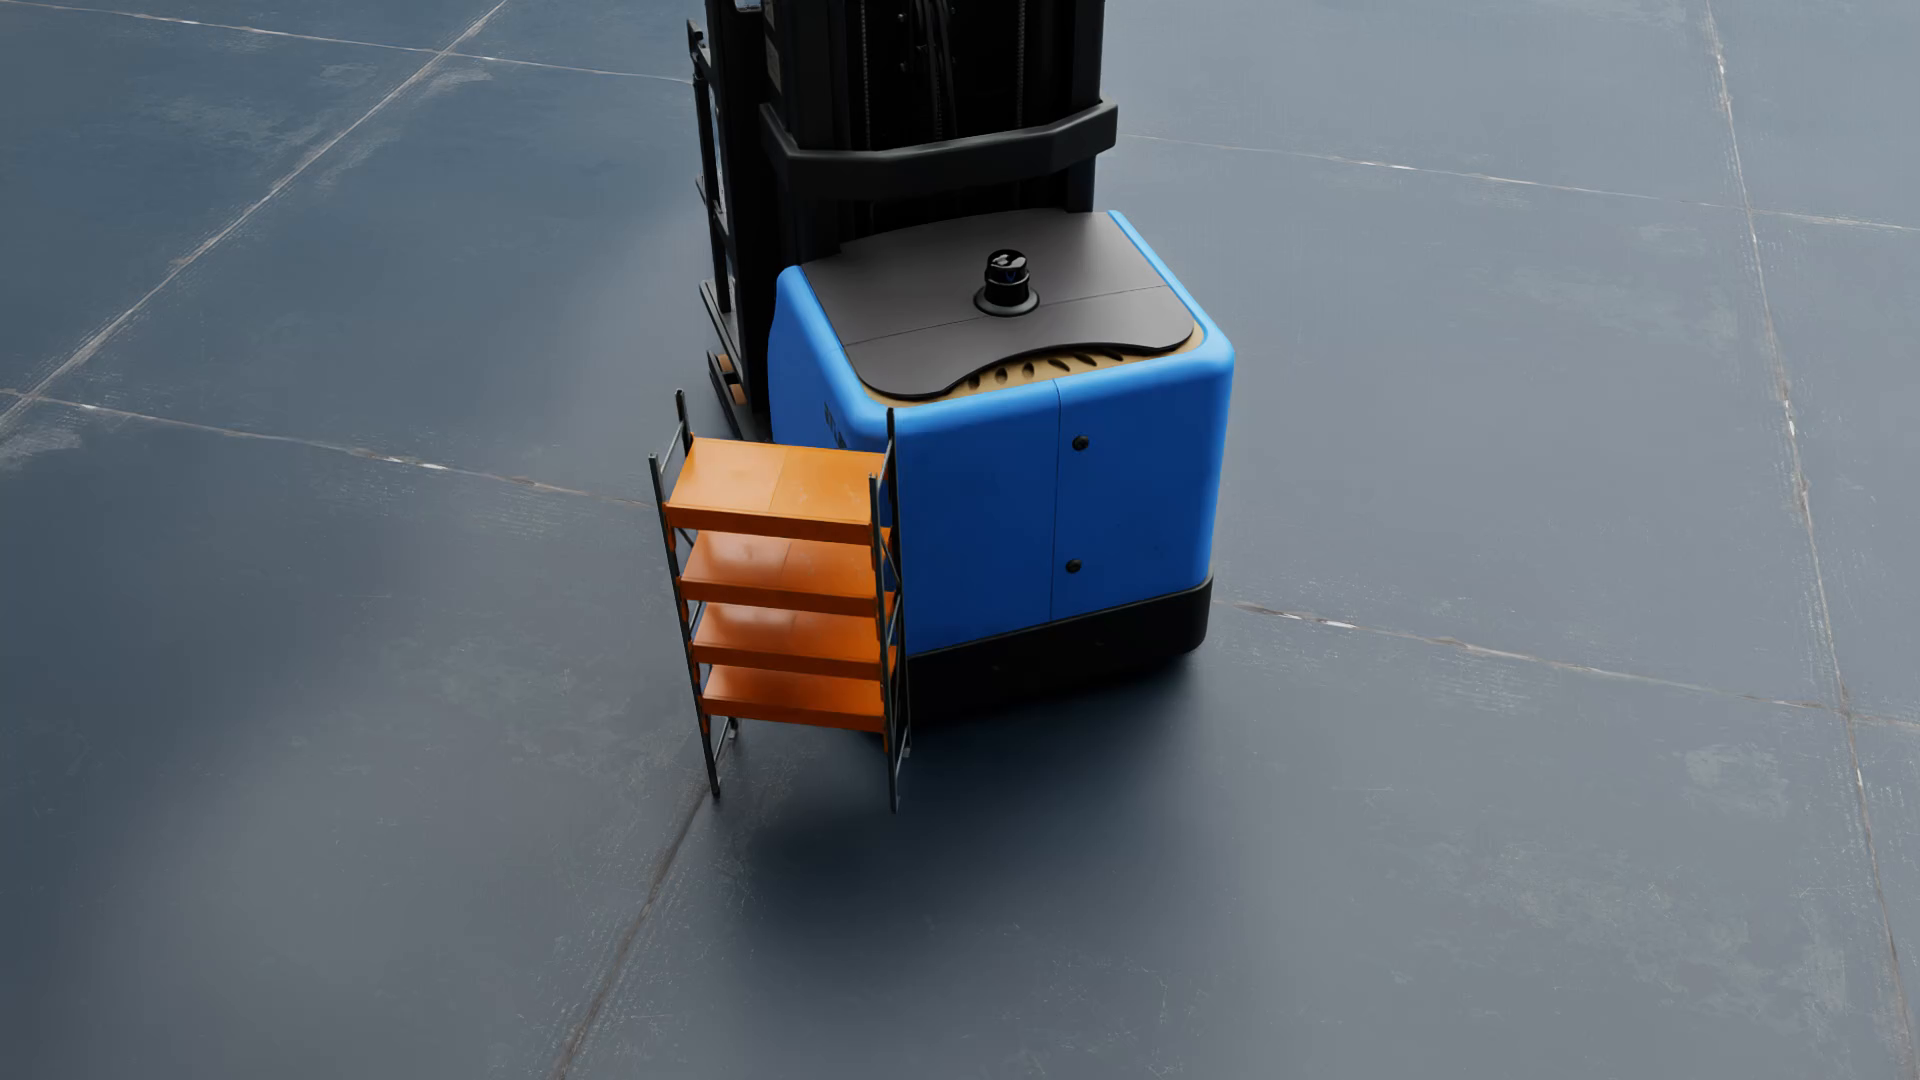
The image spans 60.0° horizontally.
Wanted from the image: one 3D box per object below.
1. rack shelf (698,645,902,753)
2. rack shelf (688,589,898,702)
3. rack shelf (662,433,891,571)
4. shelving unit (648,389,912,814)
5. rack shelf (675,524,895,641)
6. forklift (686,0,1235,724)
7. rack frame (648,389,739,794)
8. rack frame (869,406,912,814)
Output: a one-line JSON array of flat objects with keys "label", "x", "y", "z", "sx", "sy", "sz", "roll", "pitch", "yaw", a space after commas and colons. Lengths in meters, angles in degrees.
[{"label": "rack shelf", "x": -0.403, "y": 0.381, "z": 4.283, "sx": 0.480, "sy": 0.148, "sz": 0.258, "roll": 5, "pitch": 45, "yaw": 6}, {"label": "rack shelf", "x": -0.405, "y": 0.239, "z": 4.145, "sx": 0.480, "sy": 0.148, "sz": 0.258, "roll": 5, "pitch": 45, "yaw": 6}, {"label": "rack shelf", "x": -0.411, "y": -0.091, "z": 3.824, "sx": 0.480, "sy": 0.148, "sz": 0.258, "roll": 5, "pitch": 45, "yaw": 6}, {"label": "shelving unit", "x": -0.406, "y": 0.190, "z": 4.098, "sx": 0.503, "sy": 1.200, "sz": 0.258, "roll": 5, "pitch": 45, "yaw": 6}, {"label": "rack shelf", "x": -0.408, "y": 0.078, "z": 3.989, "sx": 0.480, "sy": 0.148, "sz": 0.258, "roll": 5, "pitch": 45, "yaw": 6}, {"label": "forklift", "x": -0.244, "y": -1.574, "z": 4.867, "sx": 1.130, "sy": 2.935, "sz": 3.031, "roll": -12, "pitch": 42, "yaw": -14}, {"label": "rack frame", "x": -0.648, "y": 0.168, "z": 4.125, "sx": 0.015, "sy": 1.200, "sz": 0.240, "roll": 5, "pitch": 45, "yaw": 6}, {"label": "rack frame", "x": -0.165, "y": 0.213, "z": 4.071, "sx": 0.015, "sy": 1.200, "sz": 0.240, "roll": 5, "pitch": 45, "yaw": 6}]
